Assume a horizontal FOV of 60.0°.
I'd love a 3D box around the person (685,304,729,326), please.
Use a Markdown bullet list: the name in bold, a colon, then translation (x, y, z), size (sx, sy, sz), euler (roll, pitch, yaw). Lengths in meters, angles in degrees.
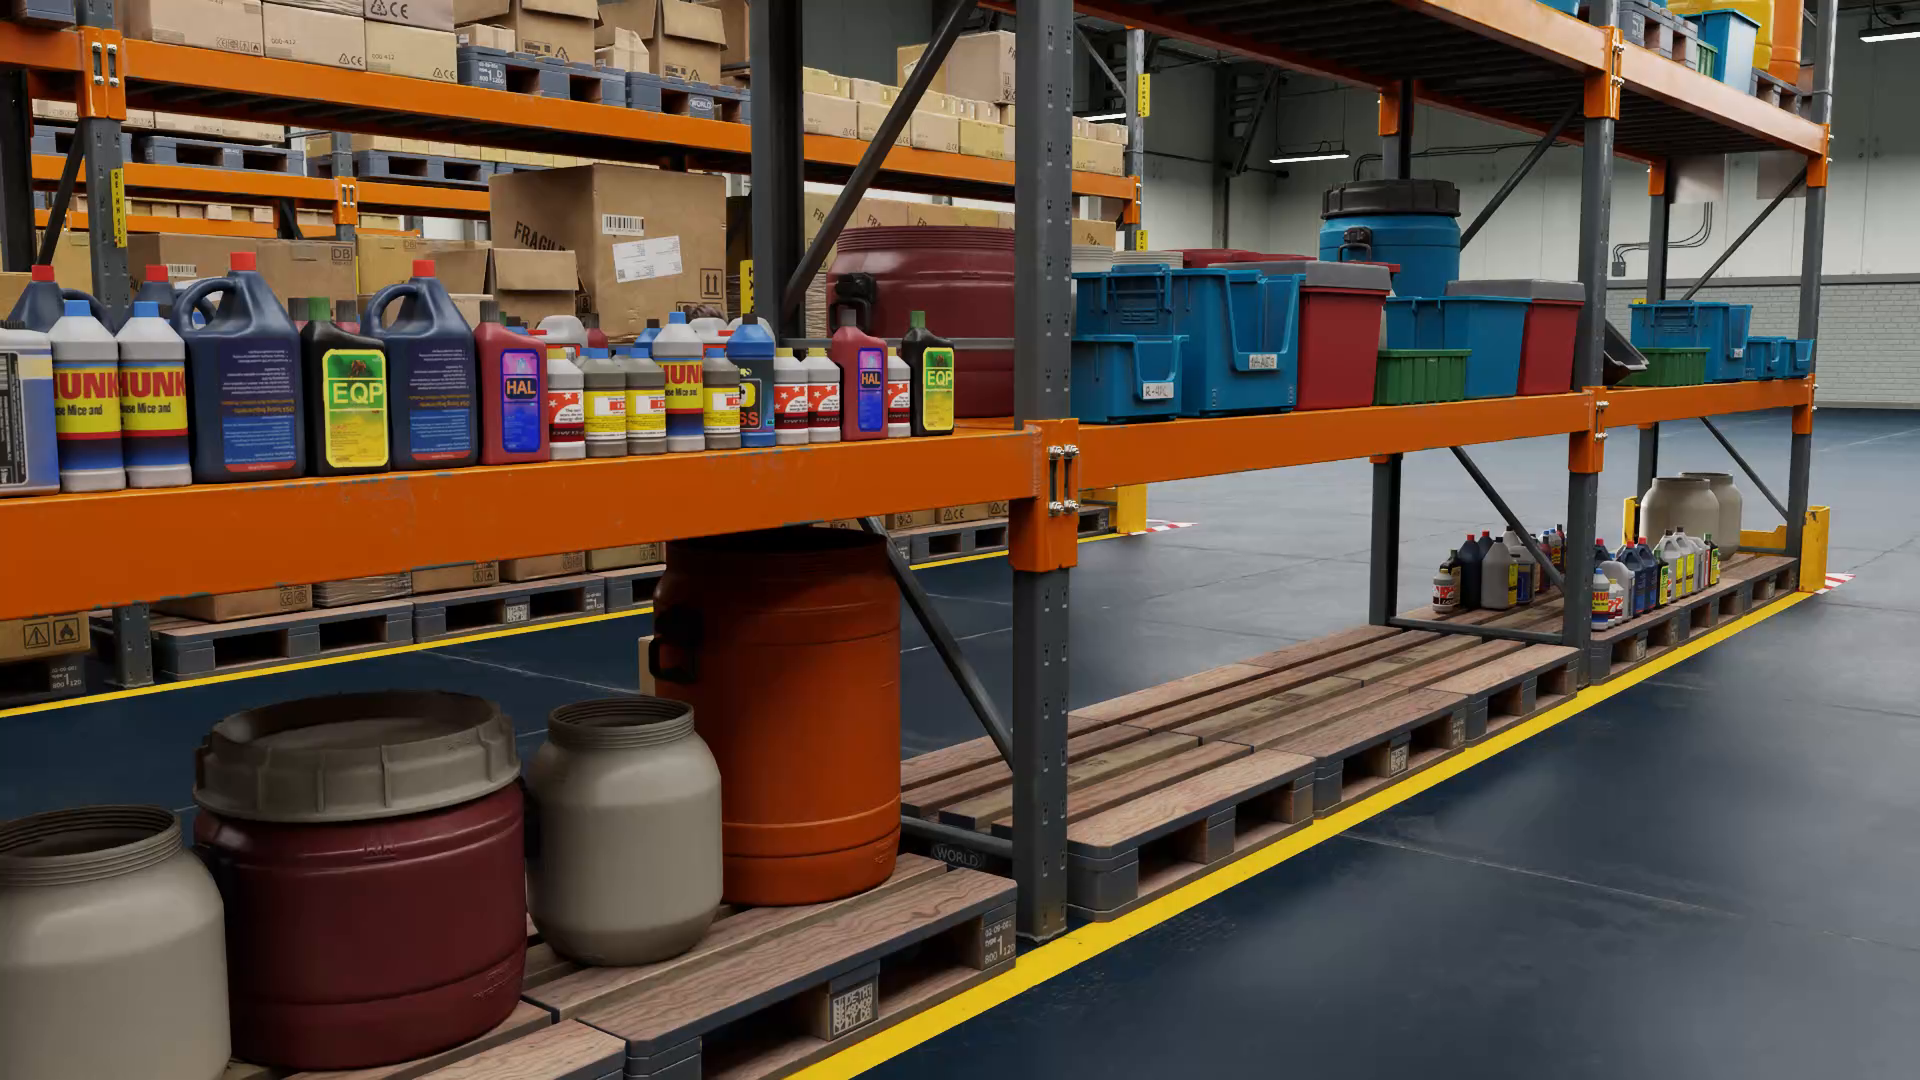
- **person**: translation (-1.030, -0.147, 6.988), size (0.409, 1.672, 0.497), euler (5, 9, 38)
